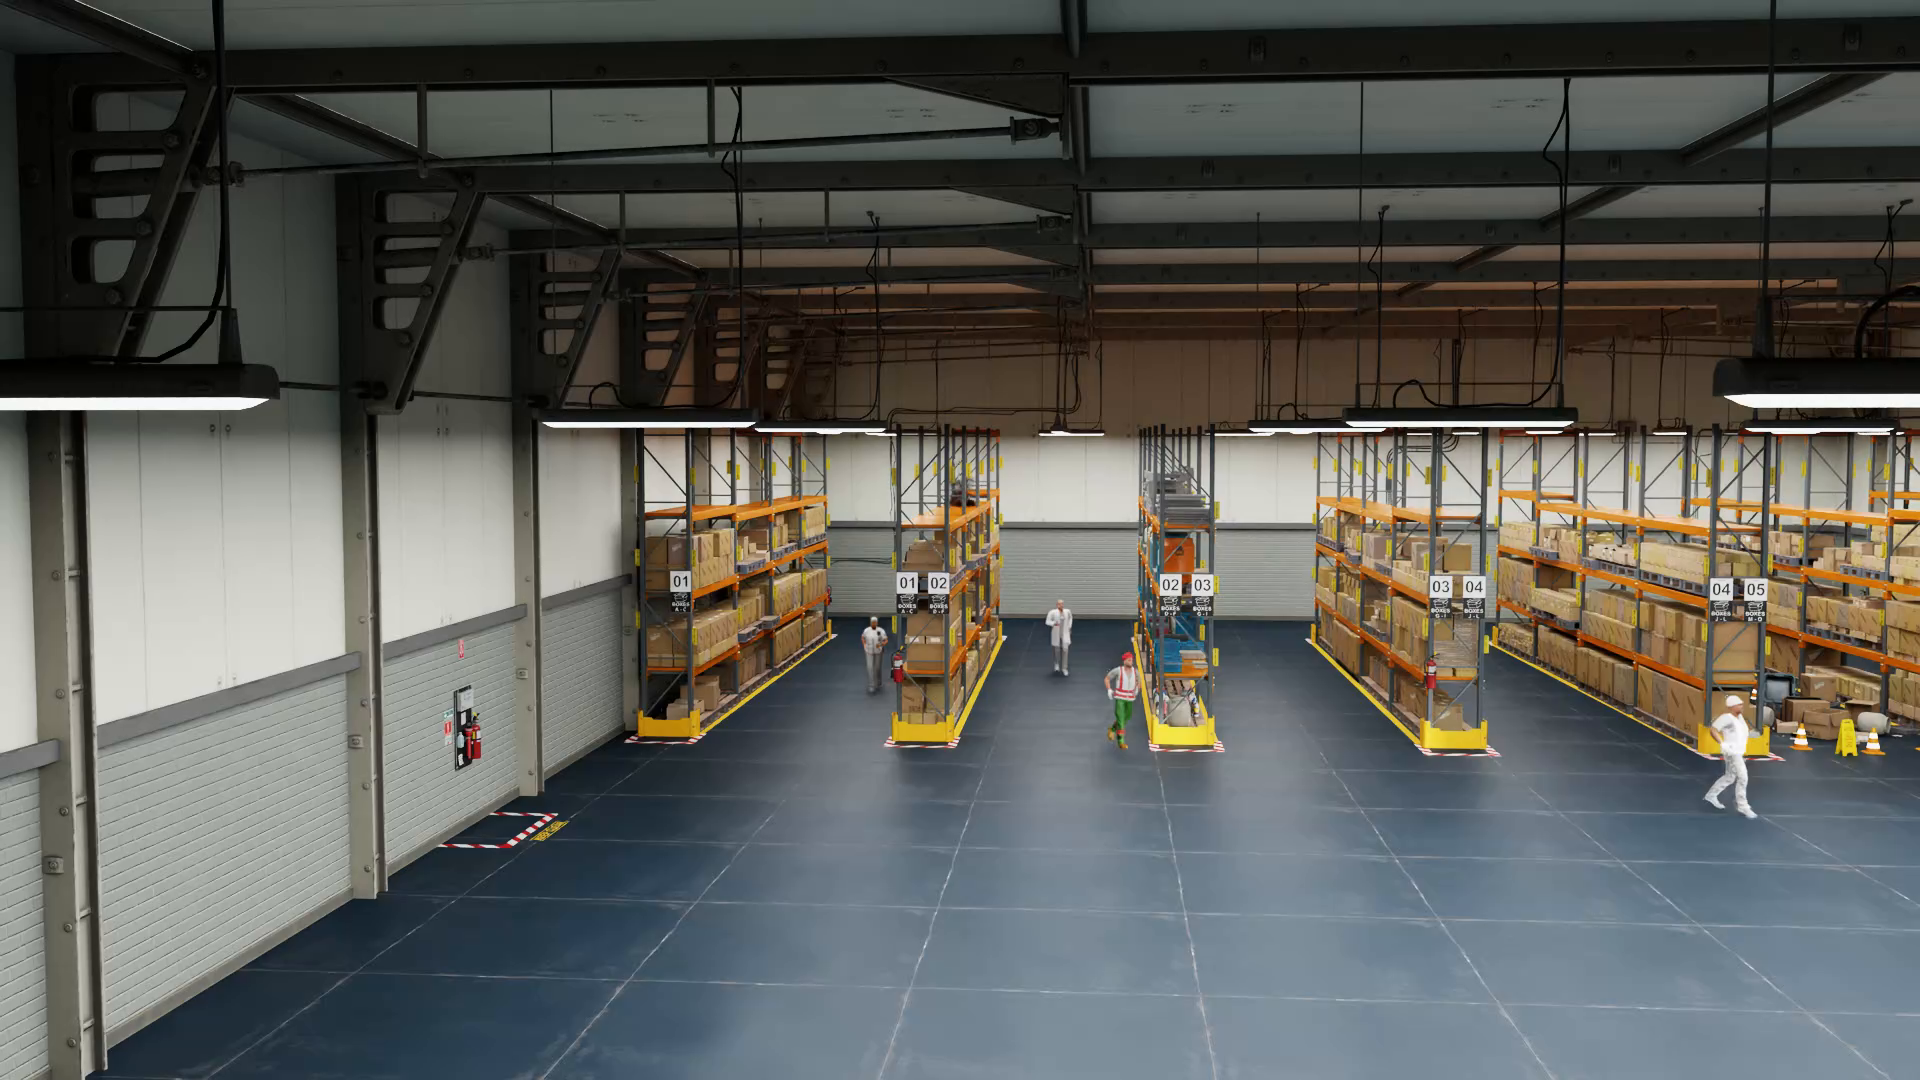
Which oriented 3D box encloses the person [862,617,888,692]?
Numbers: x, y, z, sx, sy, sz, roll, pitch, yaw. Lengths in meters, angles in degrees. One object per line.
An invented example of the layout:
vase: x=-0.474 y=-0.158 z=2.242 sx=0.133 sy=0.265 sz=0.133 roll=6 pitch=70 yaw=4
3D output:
person: x=-1.948 y=2.582 z=37.862 sx=0.617 sy=1.668 sz=0.818 roll=0 pitch=3 yaw=2

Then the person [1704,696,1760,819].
person: x=11.782 y=3.276 z=25.360 sx=0.818 sy=1.818 sz=0.668 roll=3 pitch=4 yaw=39

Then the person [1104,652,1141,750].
person: x=3.051 y=2.956 z=30.810 sx=0.702 sy=1.756 sz=0.954 roll=-1 pitch=4 yaw=-18

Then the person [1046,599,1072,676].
person: x=2.423 y=2.353 z=40.541 sx=0.689 sy=1.823 sz=0.944 roll=0 pitch=3 yaw=-4
